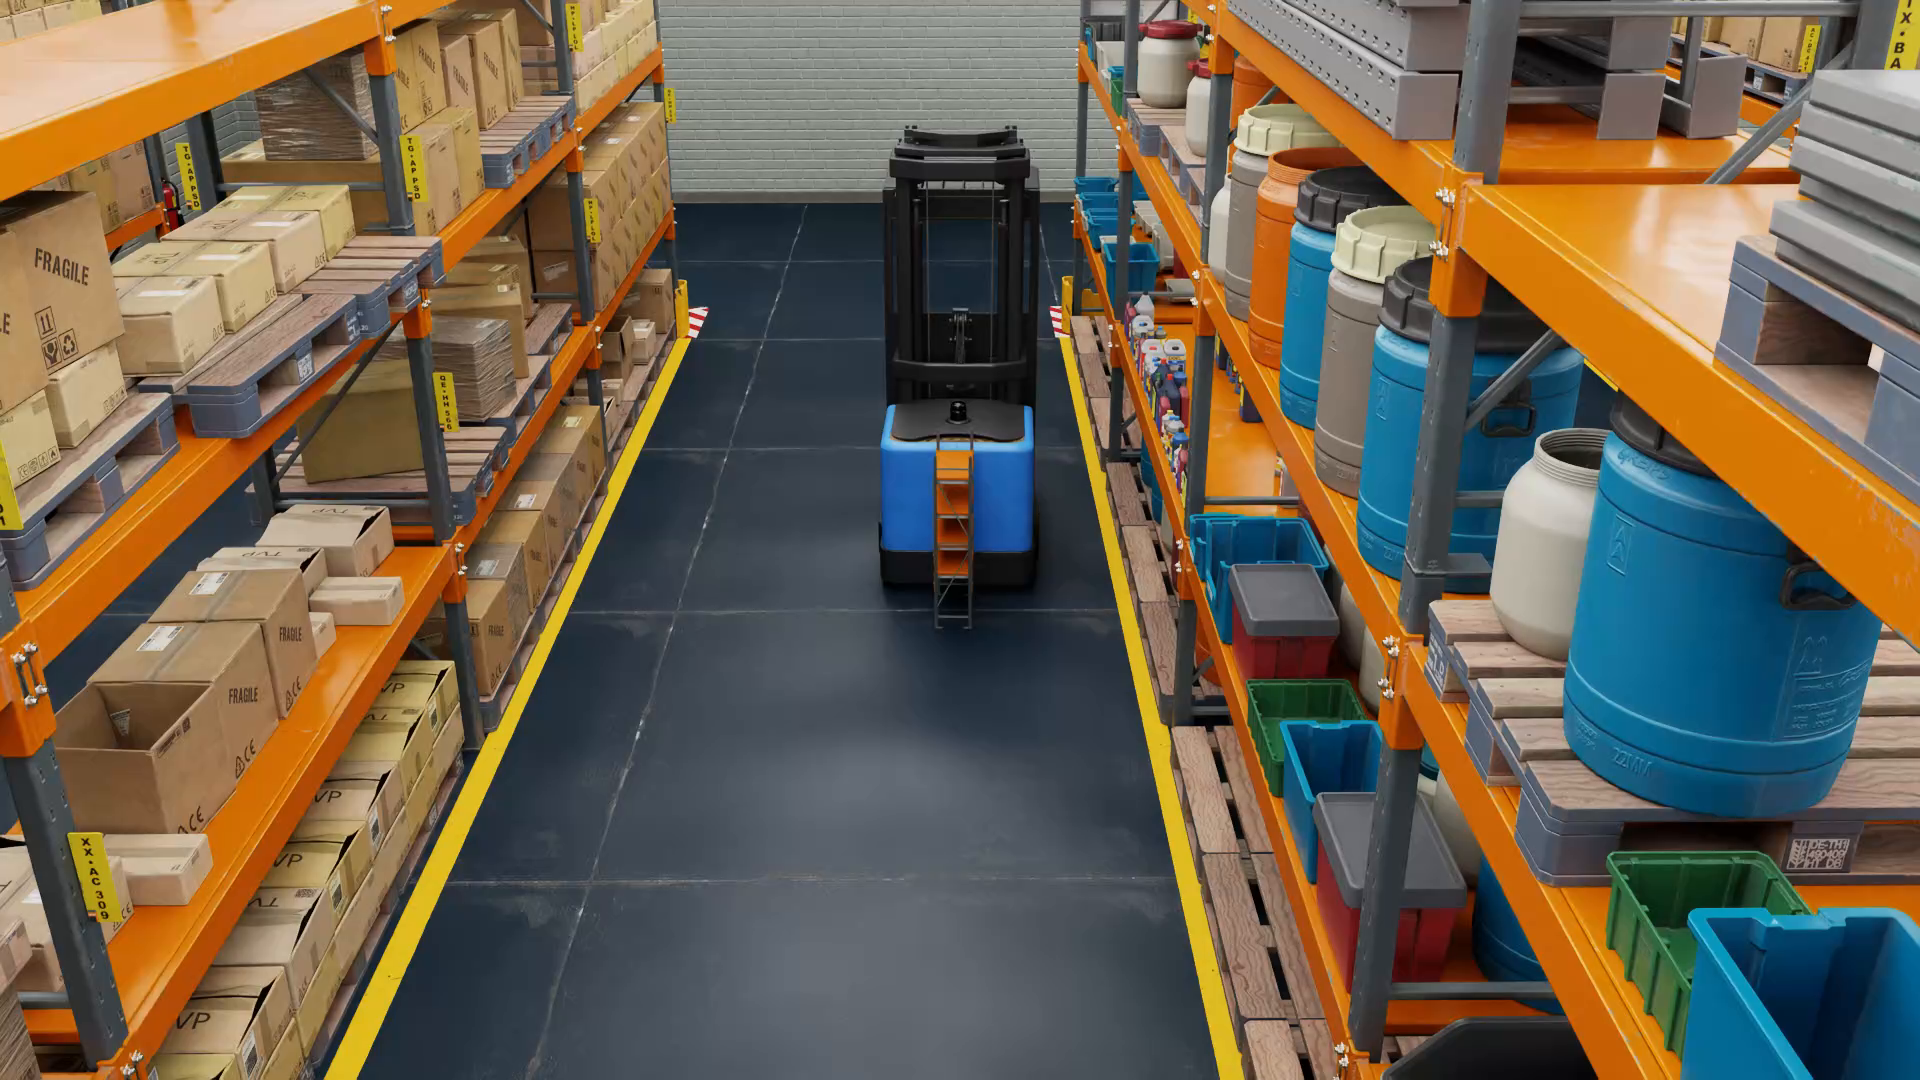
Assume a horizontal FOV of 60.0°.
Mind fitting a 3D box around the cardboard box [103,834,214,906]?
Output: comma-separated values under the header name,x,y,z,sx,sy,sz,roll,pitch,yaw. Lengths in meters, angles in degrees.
name,x,y,z,sx,sy,sz,roll,pitch,yaw
cardboard box,-2.995,1.212,6.118,0.380,0.149,0.250,0,24,-1

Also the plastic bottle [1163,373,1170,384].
name,x,y,z,sx,sy,sz,roll,pitch,yaw
plastic bottle,1.333,-0.919,10.667,0.061,0.283,0.133,0,24,-1

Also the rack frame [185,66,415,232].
name,x,y,z,sx,sy,sz,roll,pitch,yaw
rack frame,-3.234,-2.918,7.665,1.000,3.000,0.127,0,24,-1

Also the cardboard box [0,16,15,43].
name,x,y,z,sx,sy,sz,roll,pitch,yaw
cardboard box,-7.979,-4.051,13.362,0.500,0.250,0.500,-1,24,-2

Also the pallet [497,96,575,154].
name,x,y,z,sx,sy,sz,roll,pitch,yaw
pallet,-3.341,-2.845,11.371,1.213,0.211,1.003,0,24,-1

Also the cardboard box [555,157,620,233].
name,x,y,z,sx,sy,sz,roll,pitch,yaw
cardboard box,-3.007,-2.742,13.221,0.500,0.500,0.500,-1,24,-2

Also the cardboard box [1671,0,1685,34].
name,x,y,z,sx,sy,sz,roll,pitch,yaw
cardboard box,6.530,-4.727,14.552,0.700,0.500,0.500,-1,24,-2

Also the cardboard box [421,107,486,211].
name,x,y,z,sx,sy,sz,roll,pitch,yaw
cardboard box,-3.284,-2.201,9.598,0.910,0.500,0.500,0,24,-1

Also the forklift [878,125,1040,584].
name,x,y,z,sx,sy,sz,roll,pitch,yaw
forklift,0.015,-1.595,12.104,1.130,2.935,3.031,1,24,1

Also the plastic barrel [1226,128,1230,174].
name,x,y,z,sx,sy,sz,roll,pitch,yaw
plastic barrel,1.561,-2.141,9.246,0.301,0.262,0.301,0,24,0

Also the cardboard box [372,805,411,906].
name,x,y,z,sx,sy,sz,roll,pitch,yaw
cardboard box,-2.973,1.512,7.976,0.500,0.250,0.500,0,24,1

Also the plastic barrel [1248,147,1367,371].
name,x,y,z,sx,sy,sz,roll,pitch,yaw
plastic barrel,1.518,-1.159,6.894,0.600,0.830,0.708,0,24,-1

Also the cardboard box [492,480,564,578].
name,x,y,z,sx,sy,sz,roll,pitch,yaw
cardboard box,-2.976,-0.072,11.152,0.500,0.500,0.500,-1,24,-2

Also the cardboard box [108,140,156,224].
name,x,y,z,sx,sy,sz,roll,pitch,yaw
cardboard box,-8.259,-3.384,15.611,0.980,0.700,0.700,1,24,2

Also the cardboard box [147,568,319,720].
name,x,y,z,sx,sy,sz,roll,pitch,yaw
cardboard box,-3.199,0.461,7.352,0.500,0.500,0.500,-2,24,-3

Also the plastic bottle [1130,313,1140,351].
name,x,y,z,sx,sy,sz,roll,pitch,yaw
plastic bottle,1.275,-1.499,11.964,0.097,0.271,0.097,0,24,0

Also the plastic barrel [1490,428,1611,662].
name,x,y,z,sx,sy,sz,roll,pitch,yaw
plastic barrel,1.571,0.012,4.181,0.421,0.512,0.421,0,24,0

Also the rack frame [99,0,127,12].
name,x,y,z,sx,sy,sz,roll,pitch,yaw
rack frame,-8.274,-6.191,14.901,1.000,3.000,0.127,0,24,-1

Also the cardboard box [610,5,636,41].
name,x,y,z,sx,sy,sz,roll,pitch,yaw
cardboard box,-3.053,-4.384,14.123,0.500,0.250,0.500,0,24,-1

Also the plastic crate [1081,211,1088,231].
name,x,y,z,sx,sy,sz,roll,pitch,yaw
plastic crate,1.234,-2.894,15.138,0.250,0.136,0.298,0,24,-1

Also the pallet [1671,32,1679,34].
name,x,y,z,sx,sy,sz,roll,pitch,yaw
pallet,6.603,-4.545,15.009,1.003,0.211,1.213,0,24,-1

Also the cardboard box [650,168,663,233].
name,x,y,z,sx,sy,sz,roll,pitch,yaw
cardboard box,-3.035,-3.129,15.291,0.500,0.500,0.500,0,24,0

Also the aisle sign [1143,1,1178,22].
name,x,y,z,sx,sy,sz,roll,pitch,yaw
aisle sign,1.924,-4.717,15.768,0.394,0.787,0.004,0,24,-1

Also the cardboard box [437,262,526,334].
name,x,y,z,sx,sy,sz,roll,pitch,yaw
cardboard box,-3.425,-1.590,11.379,0.700,0.500,0.500,4,25,8

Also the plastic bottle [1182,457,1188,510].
name,x,y,z,sx,sy,sz,roll,pitch,yaw
plastic bottle,1.288,-0.317,9.335,0.061,0.283,0.133,0,24,-1

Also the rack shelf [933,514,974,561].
name,x,y,z,sx,sy,sz,roll,pitch,yaw
rack shelf,-0.039,-0.011,10.864,0.258,0.148,0.480,1,24,1

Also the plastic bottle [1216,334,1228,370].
name,x,y,z,sx,sy,sz,roll,pitch,yaw
plastic bottle,1.871,-1.377,11.597,0.144,0.351,0.185,0,24,-1

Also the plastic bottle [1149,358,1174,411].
name,x,y,z,sx,sy,sz,roll,pitch,yaw
plastic bottle,1.312,-1.015,10.798,0.144,0.351,0.185,0,24,-1

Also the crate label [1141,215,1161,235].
name,x,y,z,sx,sy,sz,roll,pitch,yaw
crate label,1.838,-2.839,15.019,0.396,0.136,0.243,0,24,-1

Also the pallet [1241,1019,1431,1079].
name,x,y,z,sx,sy,sz,roll,pitch,yaw
pallet,1.716,2.390,6.592,1.003,0.211,1.213,0,24,-1

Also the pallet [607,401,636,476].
name,x,y,z,sx,sy,sz,roll,pitch,yaw
pallet,-3.284,-0.845,13.746,1.003,0.211,1.213,0,24,-1

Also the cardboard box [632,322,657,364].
name,x,y,z,sx,sy,sz,roll,pitch,yaw
cardboard box,-3.088,-1.814,15.307,0.500,0.250,0.500,0,24,-1

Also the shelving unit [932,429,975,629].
name,x,y,z,sx,sy,sz,roll,pitch,yaw
shelving unit,-0.039,-0.072,10.836,0.258,1.200,0.503,1,24,1

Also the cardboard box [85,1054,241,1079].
name,x,y,z,sx,sy,sz,roll,pitch,yaw
cardboard box,-2.946,2.098,6.000,0.500,0.311,0.500,0,24,0

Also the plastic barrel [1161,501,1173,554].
name,x,y,z,sx,sy,sz,roll,pitch,yaw
plastic barrel,1.589,-0.162,11.361,0.421,0.512,0.421,0,24,0

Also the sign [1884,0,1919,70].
name,x,y,z,sx,sy,sz,roll,pitch,yaw
sign,2.313,-1.193,4.105,0.100,0.325,0.005,0,24,-1

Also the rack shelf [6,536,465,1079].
name,x,y,z,sx,sy,sz,roll,pitch,yaw
rack shelf,-3.212,0.967,7.227,1.077,0.370,4.000,0,24,-1

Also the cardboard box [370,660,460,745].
name,x,y,z,sx,sy,sz,roll,pitch,yaw
cardboard box,-2.982,0.836,8.791,0.500,0.311,0.500,0,24,1

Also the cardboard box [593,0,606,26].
name,x,y,z,sx,sy,sz,roll,pitch,yaw
cardboard box,-3.196,-4.313,13.056,0.700,0.500,0.500,0,24,-1

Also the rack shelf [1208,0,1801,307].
name,x,y,z,sx,sy,sz,roll,pitch,yaw
rack shelf,1.741,-1.604,6.119,1.077,0.370,4.000,0,24,-1

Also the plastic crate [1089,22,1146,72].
name,x,y,z,sx,sy,sz,roll,pitch,yaw
plastic crate,1.374,-4.209,14.236,0.504,0.338,0.767,0,24,-1

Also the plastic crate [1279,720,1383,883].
name,x,y,z,sx,sy,sz,roll,pitch,yaw
plastic crate,1.440,0.997,6.308,0.392,0.384,0.575,0,24,-1

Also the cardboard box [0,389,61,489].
name,x,y,z,sx,sy,sz,roll,pitch,yaw
cardboard box,-3.187,-0.280,5.144,0.500,0.250,0.500,2,24,5

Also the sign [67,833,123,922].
name,x,y,z,sx,sy,sz,roll,pitch,yaw
sign,-2.635,1.030,5.069,0.100,0.325,0.005,0,24,-1

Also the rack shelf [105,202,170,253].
name,x,y,z,sx,sy,sz,roll,pitch,yaw
rack shelf,-8.253,-2.305,14.463,1.077,0.370,4.000,0,24,-1

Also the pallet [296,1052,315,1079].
name,x,y,z,sx,sy,sz,roll,pitch,yaw
pallet,-3.237,2.431,6.502,1.003,0.211,1.213,0,24,-1

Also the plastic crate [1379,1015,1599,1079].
name,x,y,z,sx,sy,sz,roll,pitch,yaw
plastic crate,1.641,1.688,4.837,0.767,0.338,0.504,0,24,-1

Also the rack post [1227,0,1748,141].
name,x,y,z,sx,sy,sz,roll,pitch,yaw
rack post,1.655,-2.192,5.818,1.013,1.000,3.121,0,24,-1

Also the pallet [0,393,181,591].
name,x,y,z,sx,sy,sz,roll,pitch,yaw
pallet,-3.213,-0.179,5.481,0.805,0.209,1.217,-1,24,-3

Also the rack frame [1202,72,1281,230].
name,x,y,z,sx,sy,sz,roll,pitch,yaw
rack frame,1.719,-2.939,7.711,1.000,3.000,0.127,0,24,-1

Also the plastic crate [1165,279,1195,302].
name,x,y,z,sx,sy,sz,roll,pitch,yaw
plastic crate,1.813,-1.953,13.059,0.396,0.136,0.243,0,24,-1

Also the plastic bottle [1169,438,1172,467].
name,x,y,z,sx,sy,sz,roll,pitch,yaw
plastic bottle,1.300,-0.542,9.934,0.097,0.201,0.097,0,24,0

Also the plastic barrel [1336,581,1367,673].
name,x,y,z,sx,sy,sz,roll,pitch,yaw
plastic barrel,1.949,0.340,7.605,0.421,0.512,0.421,0,24,0

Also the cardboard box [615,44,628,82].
name,x,y,z,sx,sy,sz,roll,pitch,yaw
cardboard box,-3.050,-3.951,13.770,0.500,0.250,0.500,0,24,-1

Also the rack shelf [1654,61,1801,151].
name,x,y,z,sx,sy,sz,roll,pitch,yaw
rack shelf,6.606,-3.739,13.993,1.077,0.370,4.000,0,24,-1

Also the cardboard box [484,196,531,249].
name,x,y,z,sx,sy,sz,roll,pitch,yaw
cardboard box,-3.542,-2.541,12.777,0.500,0.500,0.500,0,24,0

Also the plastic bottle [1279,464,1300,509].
name,x,y,z,sx,sy,sz,roll,pitch,yaw
plastic bottle,1.886,-0.328,9.368,0.152,0.276,0.135,0,24,-1
